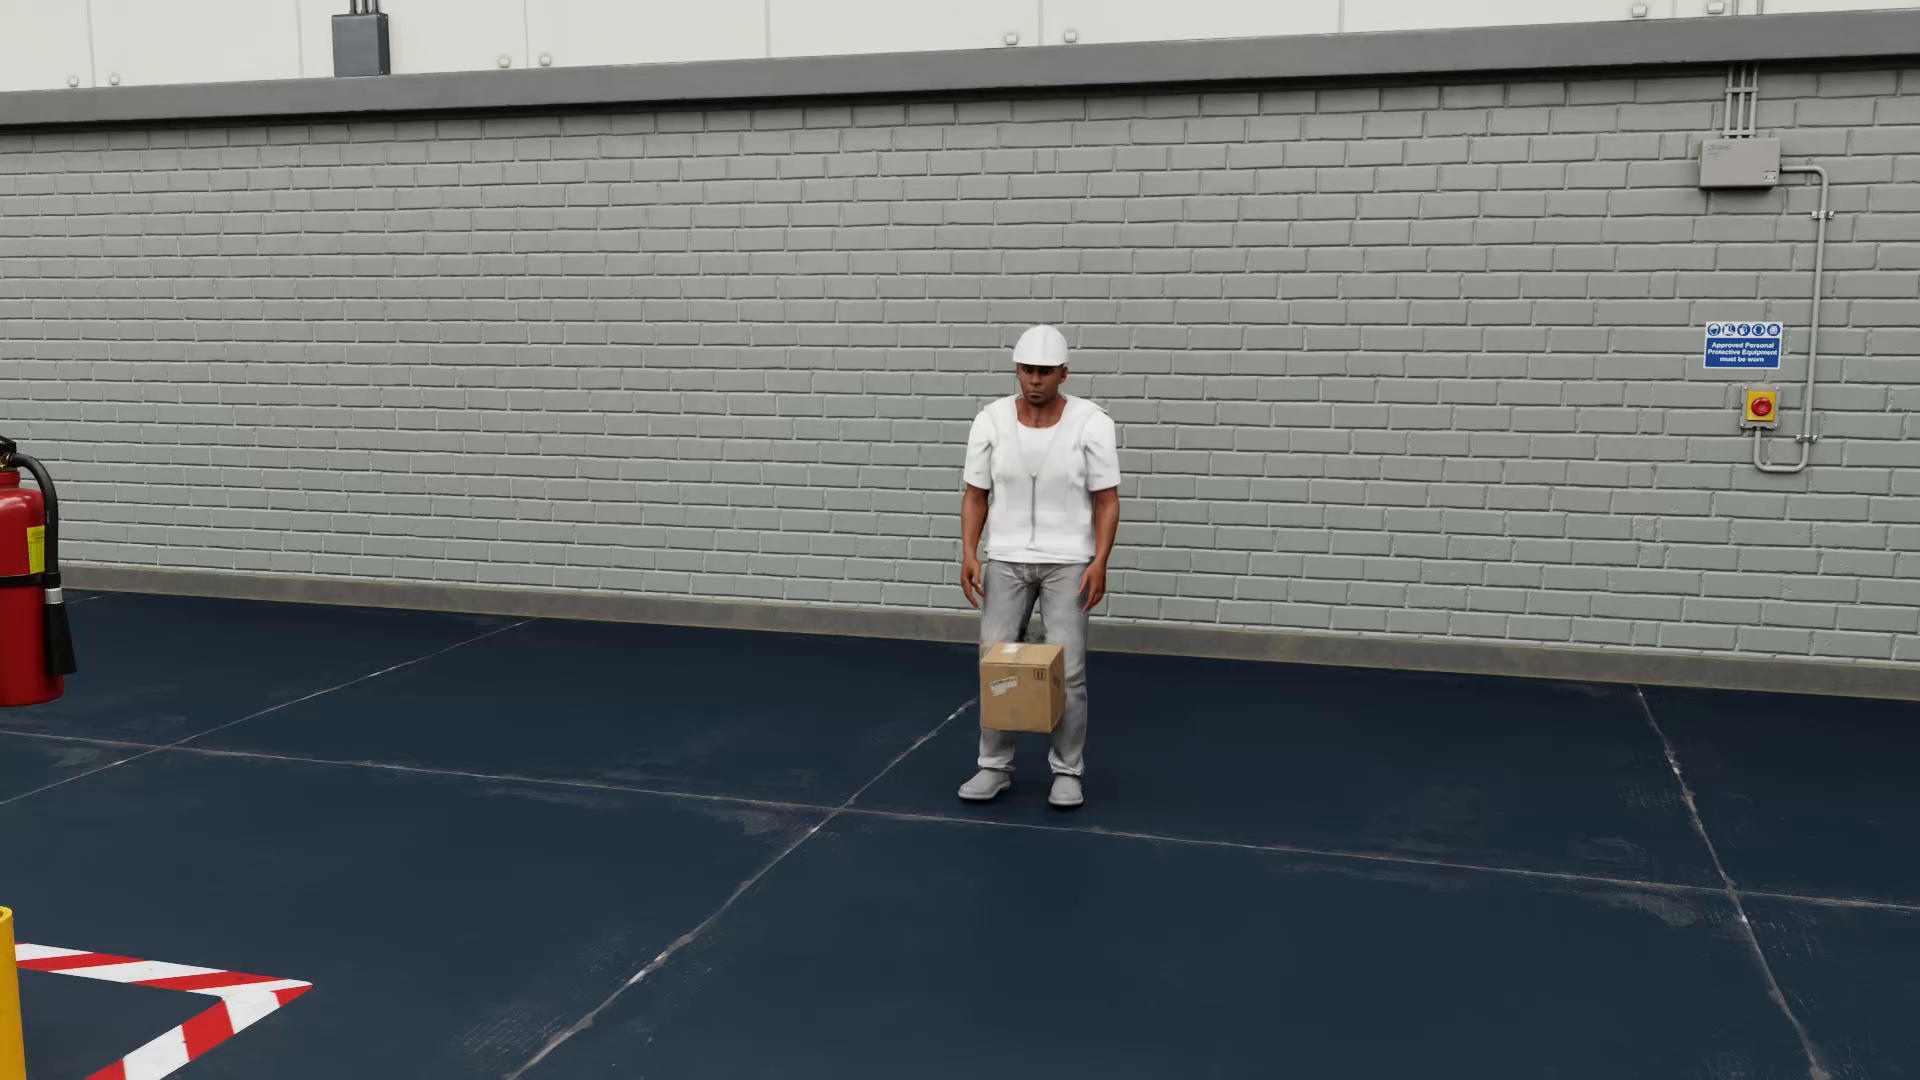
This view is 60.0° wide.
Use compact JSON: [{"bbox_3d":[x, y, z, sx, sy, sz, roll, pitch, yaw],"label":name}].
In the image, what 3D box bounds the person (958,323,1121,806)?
[{"bbox_3d":[0.290,0.089,6.139,0.591,1.764,0.430,2,9,15],"label":"person"}]
